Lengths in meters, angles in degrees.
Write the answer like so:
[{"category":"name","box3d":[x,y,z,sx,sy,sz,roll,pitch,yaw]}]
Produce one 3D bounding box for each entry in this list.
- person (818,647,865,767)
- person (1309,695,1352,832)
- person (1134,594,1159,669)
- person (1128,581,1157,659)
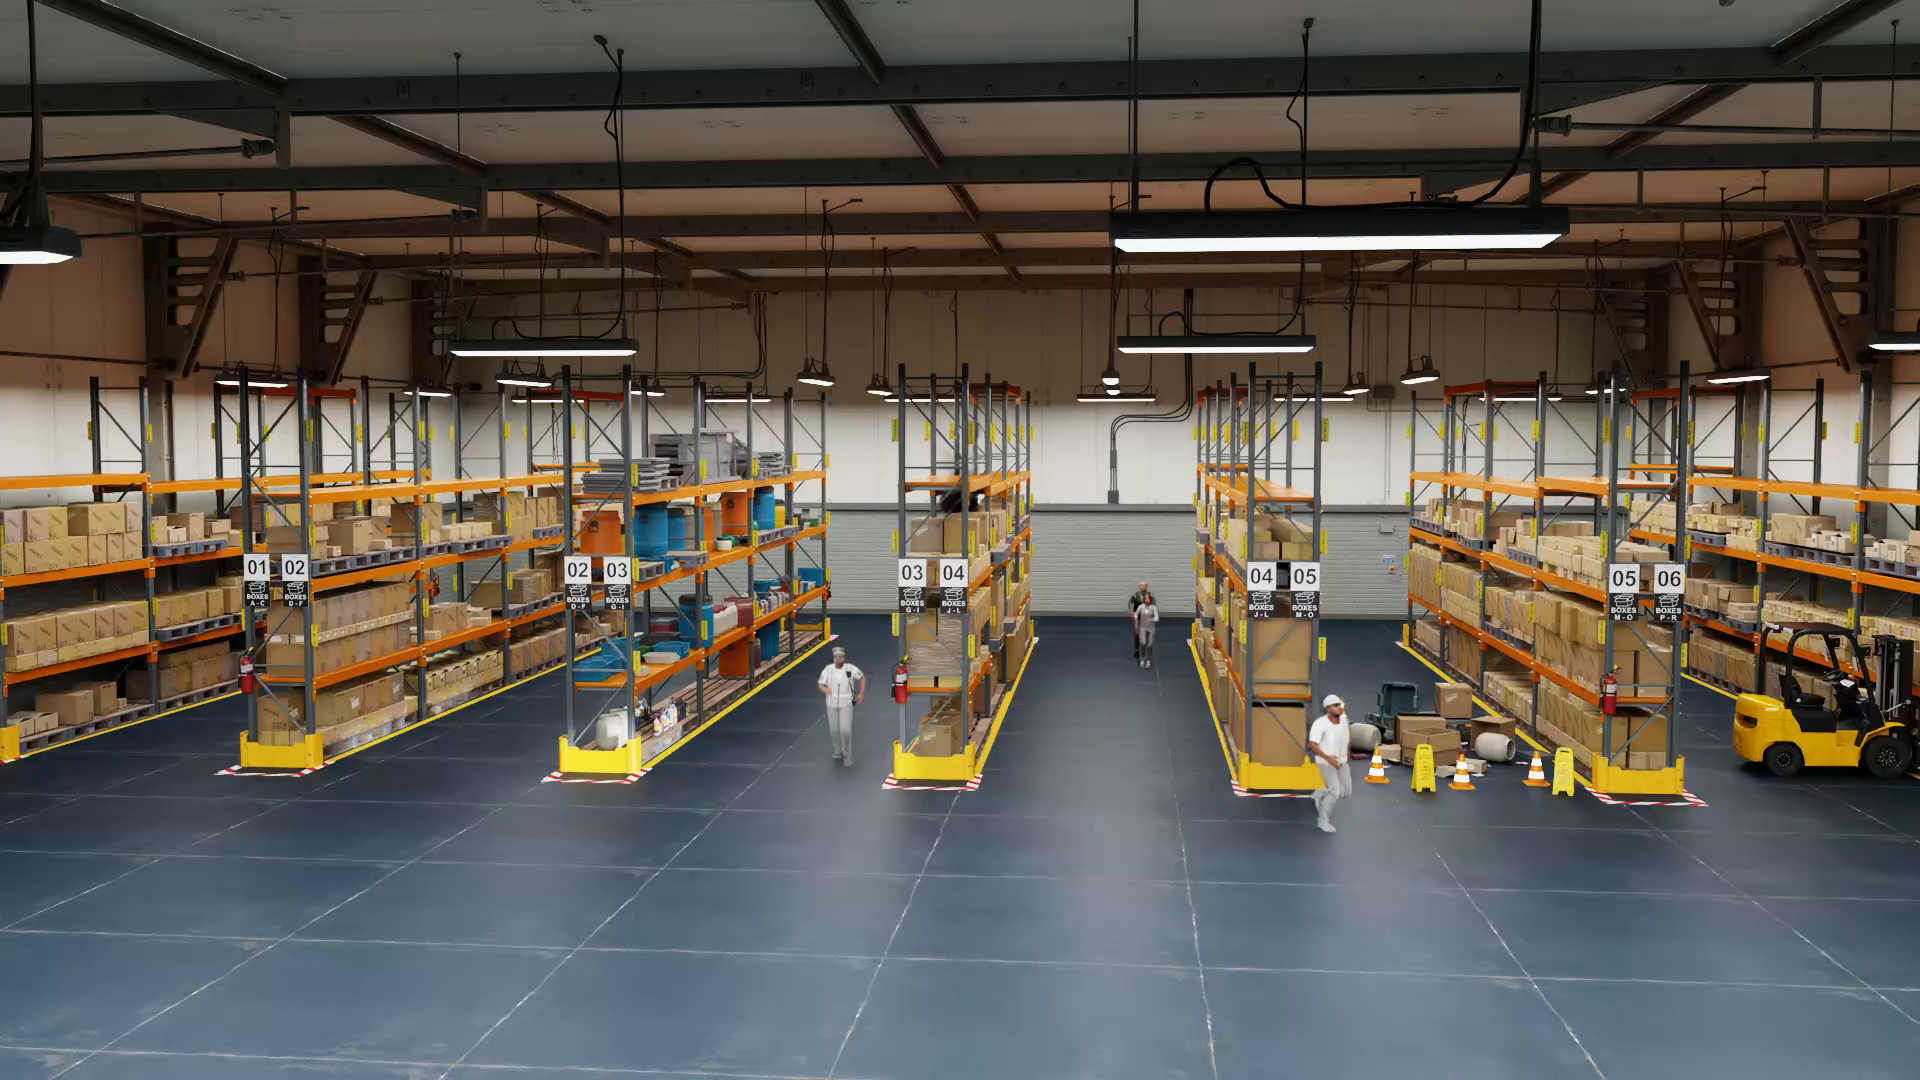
[{"category":"person","box3d":[-1.802,2.531,25.119,0.685,1.867,0.765,0,4,6]},{"category":"person","box3d":[4.692,2.802,21.003,0.728,1.729,0.651,-2,4,-33]},{"category":"person","box3d":[3.959,1.934,35.306,0.512,1.590,0.664,0,4,4]},{"category":"person","box3d":[4.053,1.784,36.942,0.635,1.733,0.720,0,4,3]}]
